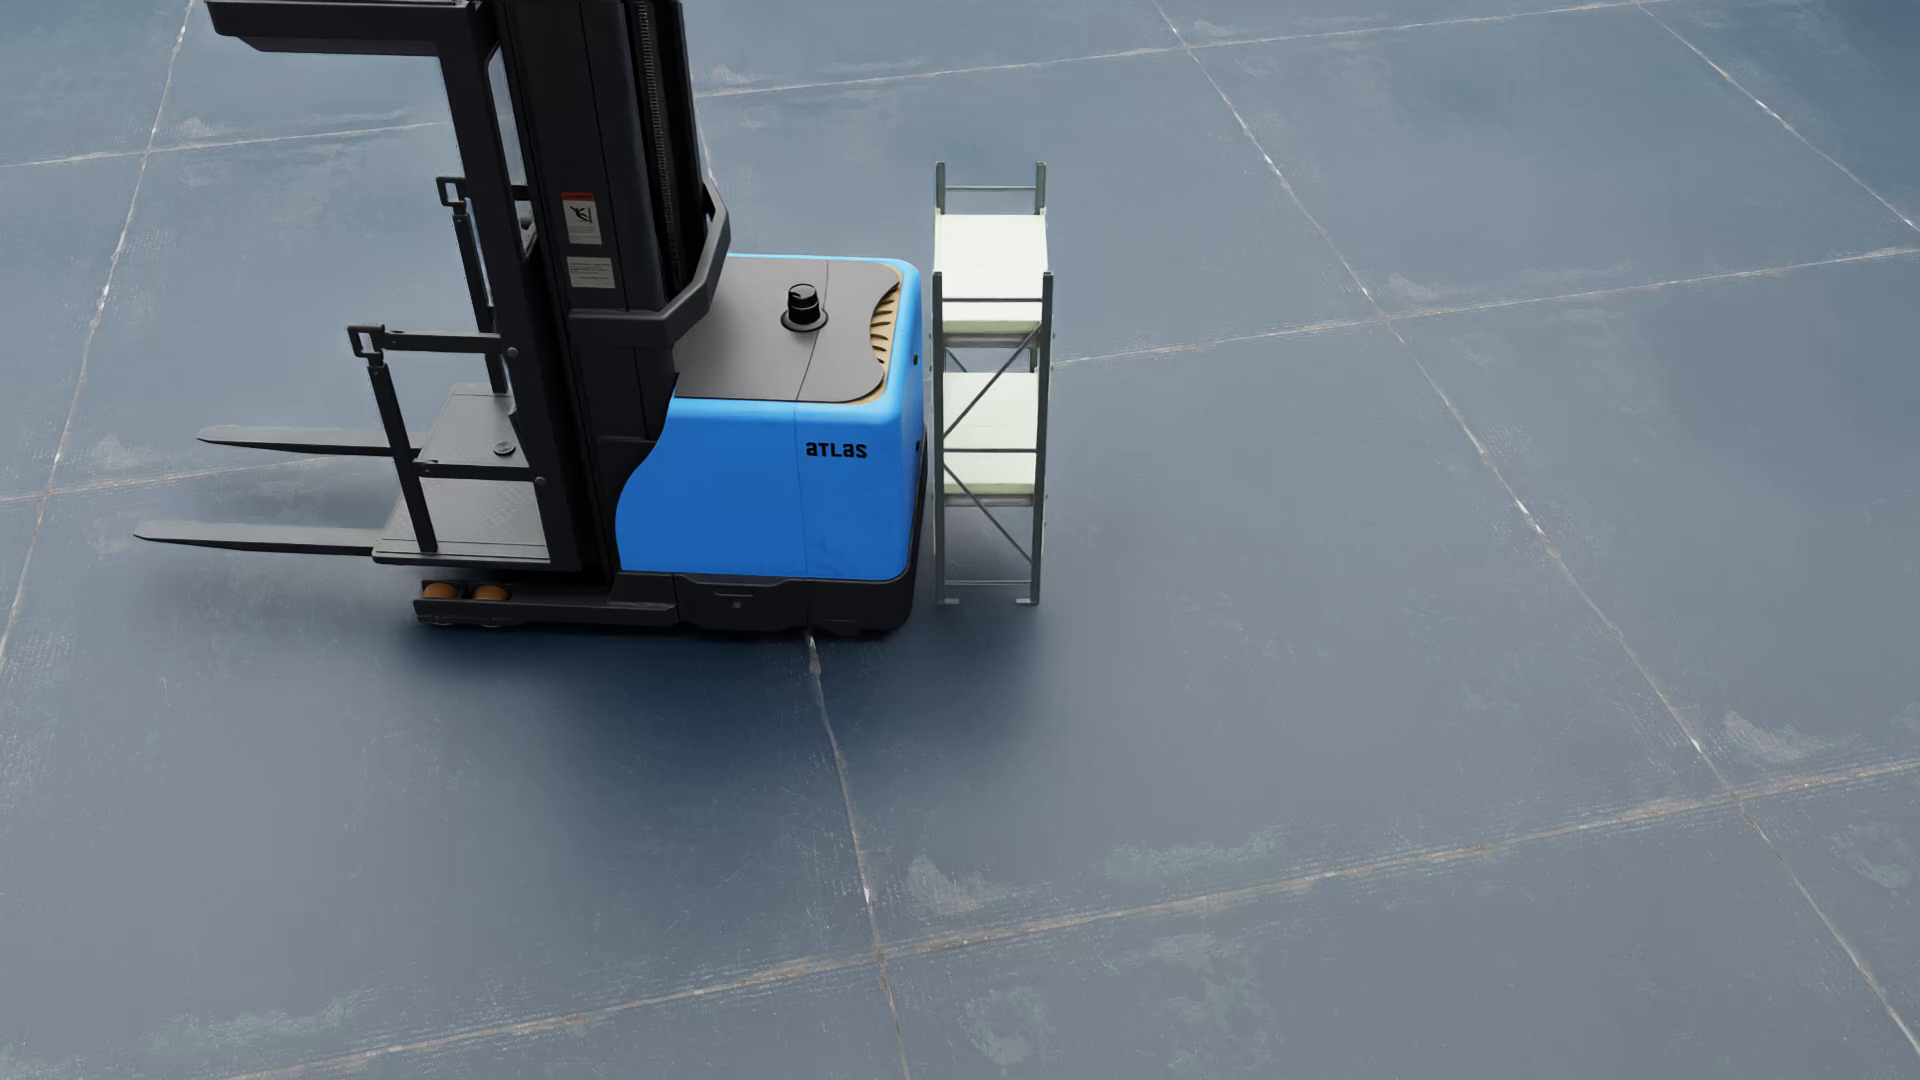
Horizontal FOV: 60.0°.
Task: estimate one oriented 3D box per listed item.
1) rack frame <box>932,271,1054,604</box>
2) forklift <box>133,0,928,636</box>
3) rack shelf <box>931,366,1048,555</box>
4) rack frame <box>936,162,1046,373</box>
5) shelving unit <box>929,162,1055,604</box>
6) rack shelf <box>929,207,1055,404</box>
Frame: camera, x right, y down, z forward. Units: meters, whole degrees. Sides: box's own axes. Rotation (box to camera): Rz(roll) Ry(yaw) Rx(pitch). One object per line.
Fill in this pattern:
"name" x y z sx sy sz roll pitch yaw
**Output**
"rack frame" 0.108 -0.319 5.979 0.400 1.500 0.023 0 42 0
"forklift" -1.673 -1.109 5.791 3.031 2.935 1.130 2 42 3
"rack shelf" 0.110 -0.318 6.470 0.431 0.370 0.720 0 42 0
"rack frame" 0.112 -0.805 6.527 0.400 1.500 0.023 0 42 0
"shelving unit" 0.110 -0.562 6.253 0.431 1.500 0.755 0 42 0
"rack shelf" 0.110 -0.854 5.994 0.431 0.370 0.720 0 42 0
